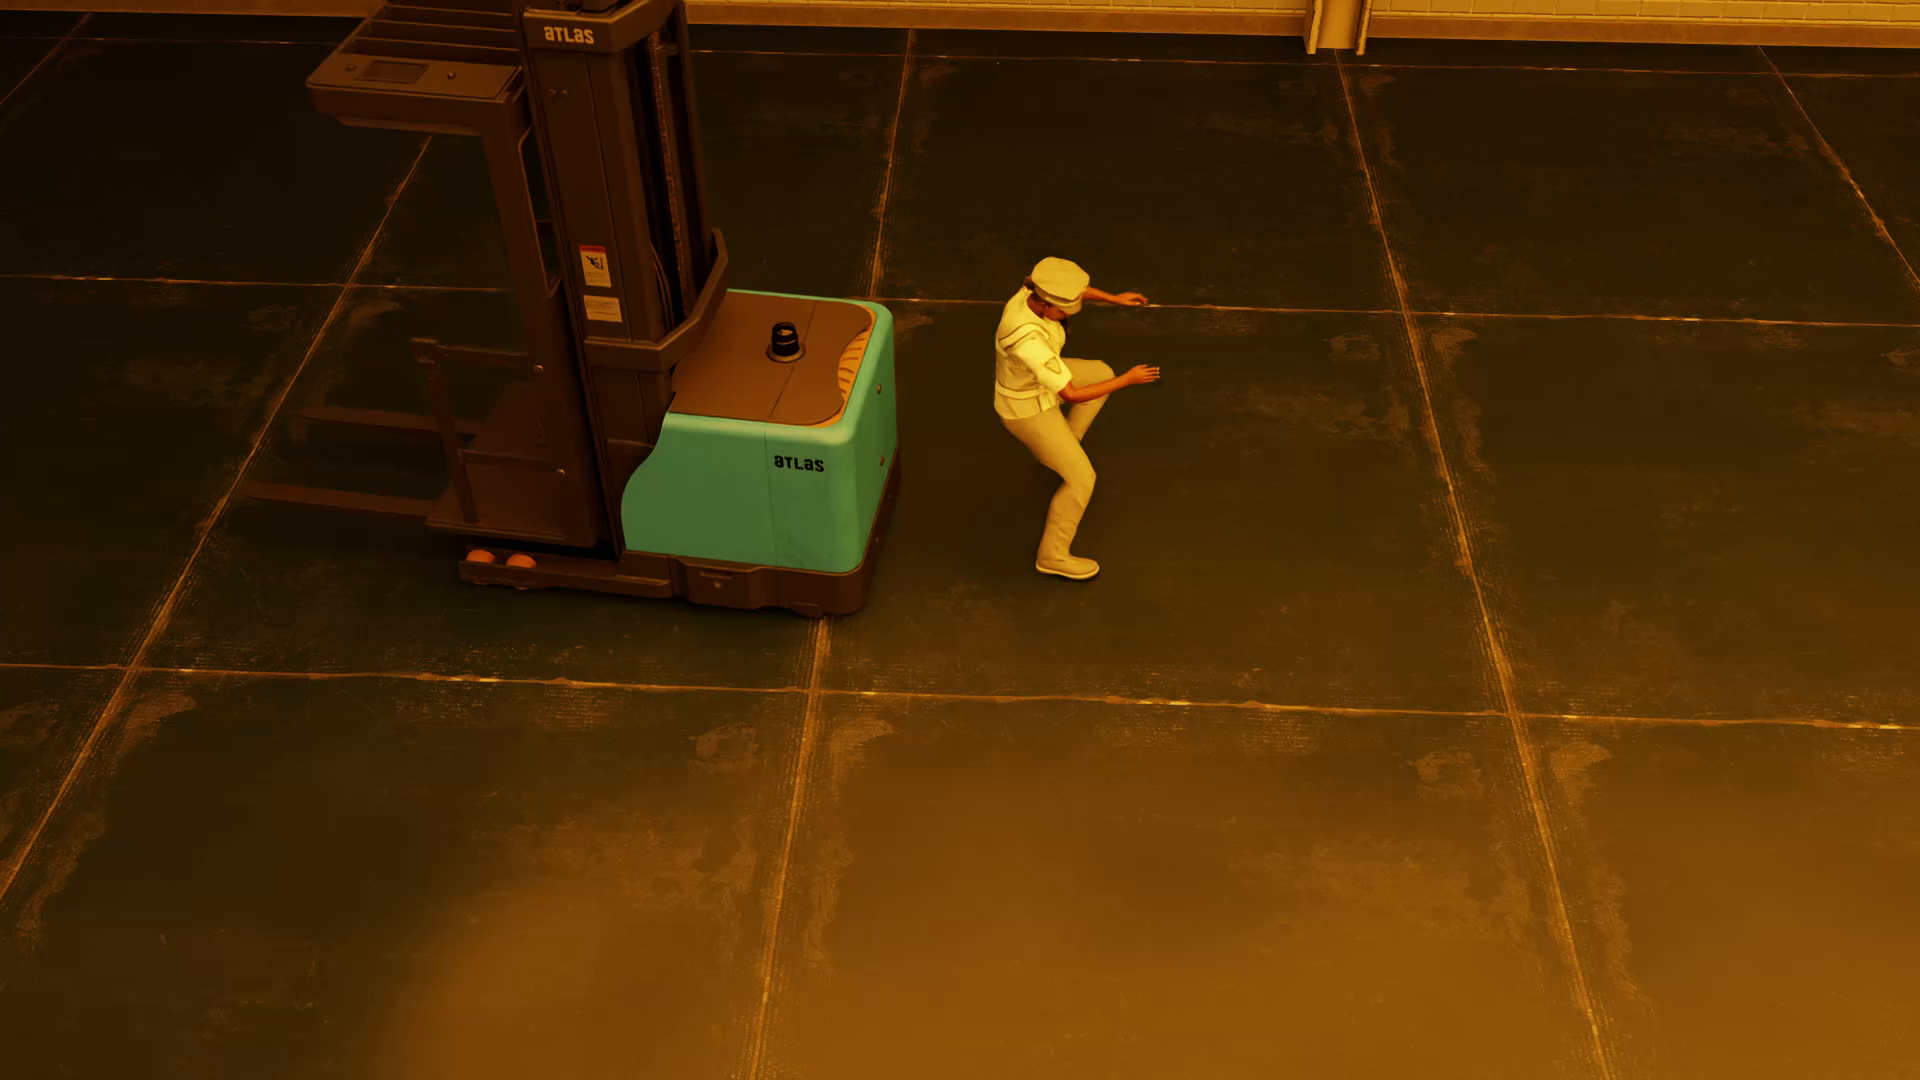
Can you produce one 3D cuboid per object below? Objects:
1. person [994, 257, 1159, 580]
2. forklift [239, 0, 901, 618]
[{"bbox_3d":[0.526,-0.651,7.574,0.749,1.415,0.916,9,43,9],"label":"person"},{"bbox_3d":[-1.852,-1.199,7.056,3.031,2.935,1.130,6,43,7],"label":"forklift"}]
